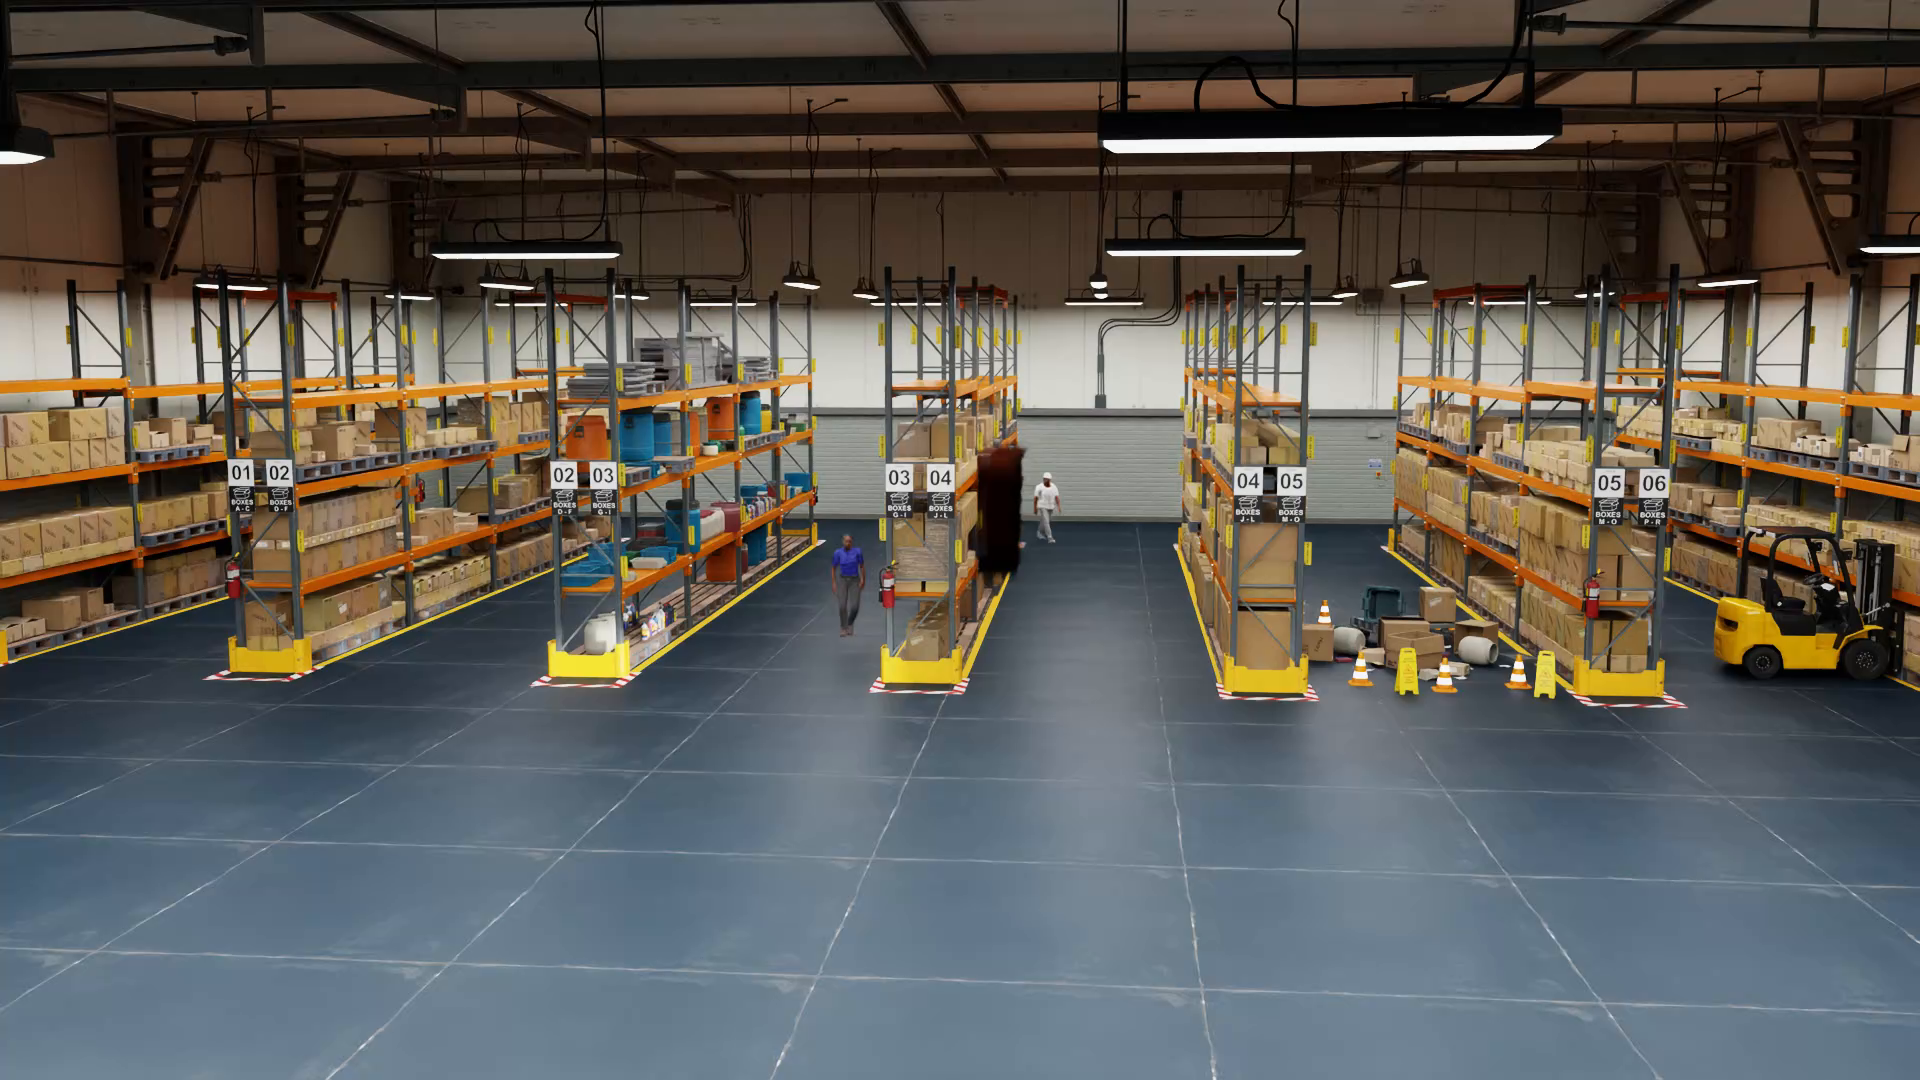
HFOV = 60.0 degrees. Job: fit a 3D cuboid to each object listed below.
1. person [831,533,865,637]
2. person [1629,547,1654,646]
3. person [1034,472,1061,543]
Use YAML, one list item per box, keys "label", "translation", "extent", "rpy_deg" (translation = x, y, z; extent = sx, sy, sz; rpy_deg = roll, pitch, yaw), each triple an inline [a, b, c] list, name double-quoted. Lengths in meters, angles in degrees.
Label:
- label: "person"
  translation: [-1.784, 0.723, 26.499]
  extent: [0.545, 1.682, 0.512]
  rpy_deg: [-1, 7, -5]
- label: "person"
  translation: [11.217, 0.920, 27.266]
  extent: [0.489, 1.579, 0.700]
  rpy_deg: [-1, 7, -5]
- label: "person"
  translation: [2.137, -0.806, 40.683]
  extent: [0.571, 1.702, 1.119]
  rpy_deg: [-4, 8, -29]
